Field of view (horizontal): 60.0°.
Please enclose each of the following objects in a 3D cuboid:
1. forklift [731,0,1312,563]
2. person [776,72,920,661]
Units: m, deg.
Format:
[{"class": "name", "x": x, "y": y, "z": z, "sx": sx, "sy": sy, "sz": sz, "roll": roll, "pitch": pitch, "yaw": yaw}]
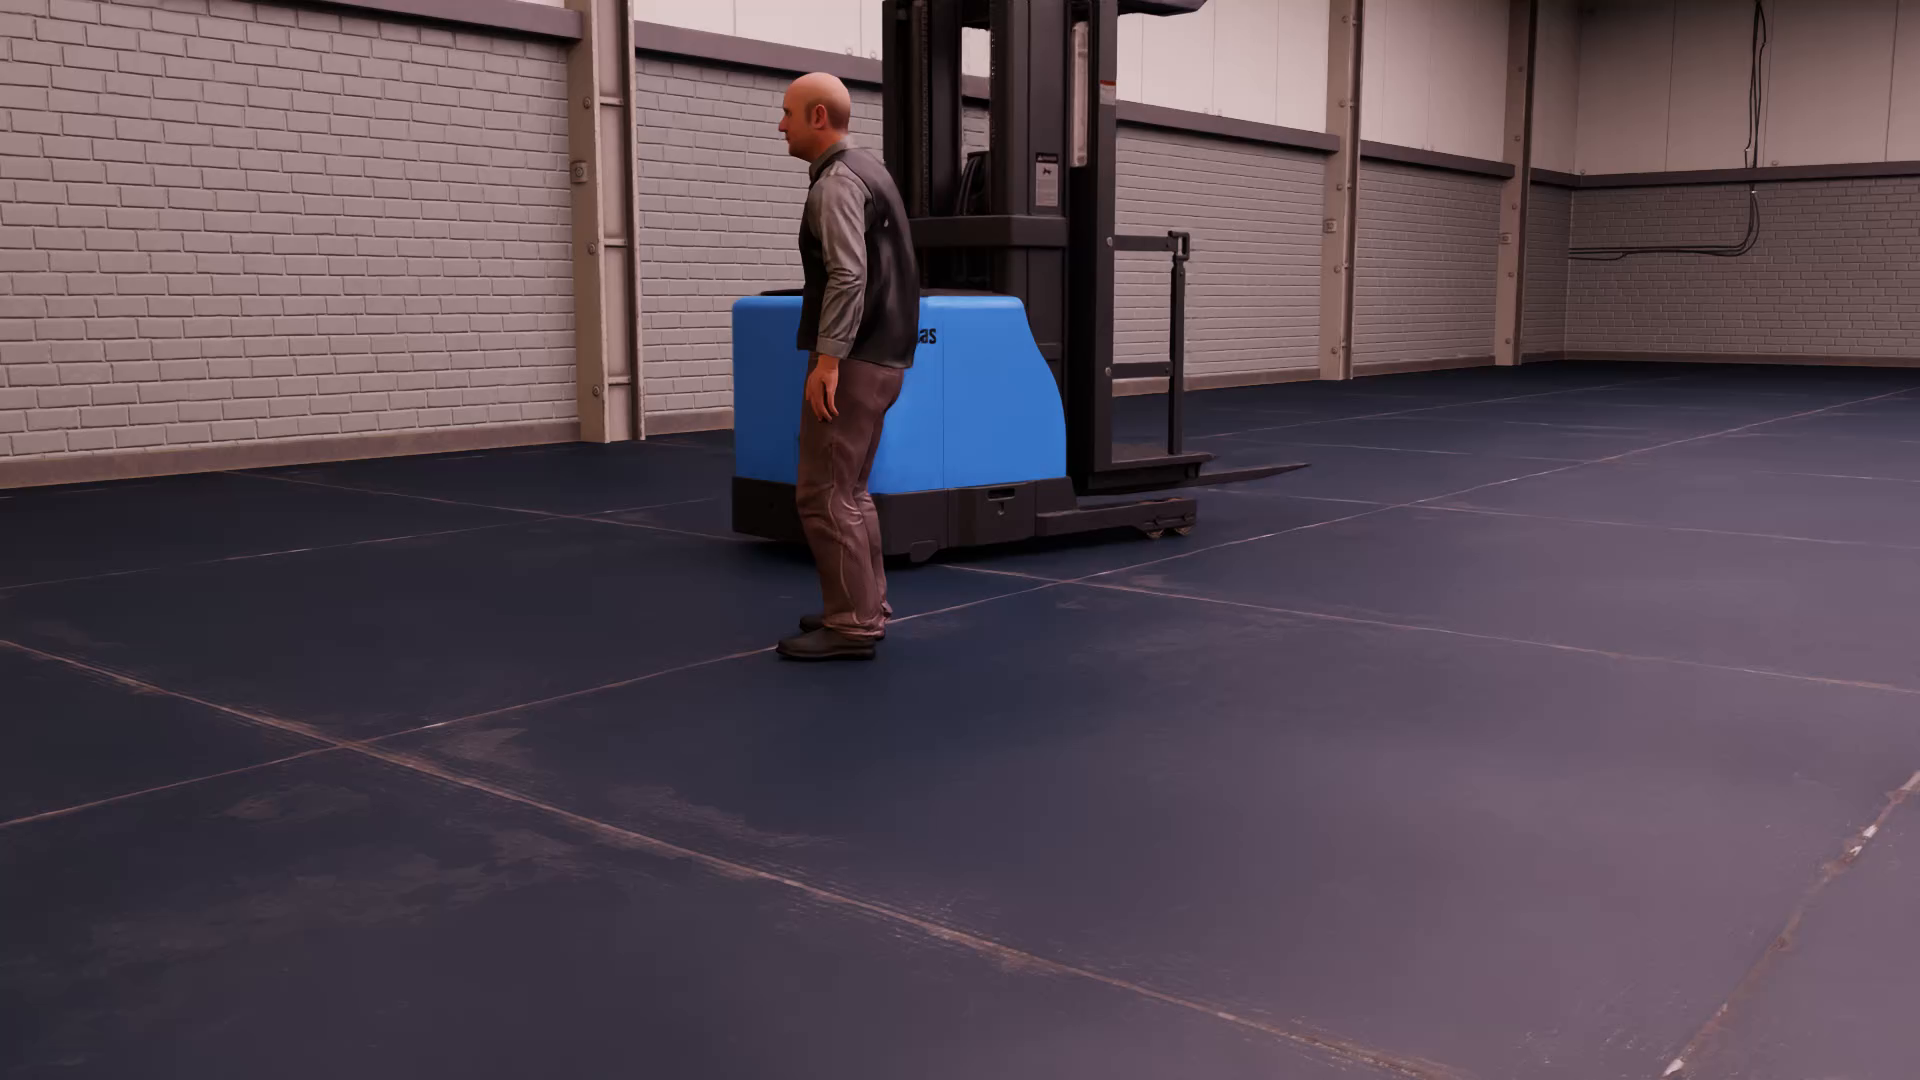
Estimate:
[{"class": "forklift", "x": 0.453, "y": -1.511, "z": 7.610, "sx": 3.031, "sy": 2.935, "sz": 1.130, "roll": -7, "pitch": 11, "yaw": -41}, {"class": "person", "x": -0.330, "y": -0.513, "z": 4.978, "sx": 0.420, "sy": 1.719, "sz": 0.580, "roll": 1, "pitch": 8, "yaw": 5}]
